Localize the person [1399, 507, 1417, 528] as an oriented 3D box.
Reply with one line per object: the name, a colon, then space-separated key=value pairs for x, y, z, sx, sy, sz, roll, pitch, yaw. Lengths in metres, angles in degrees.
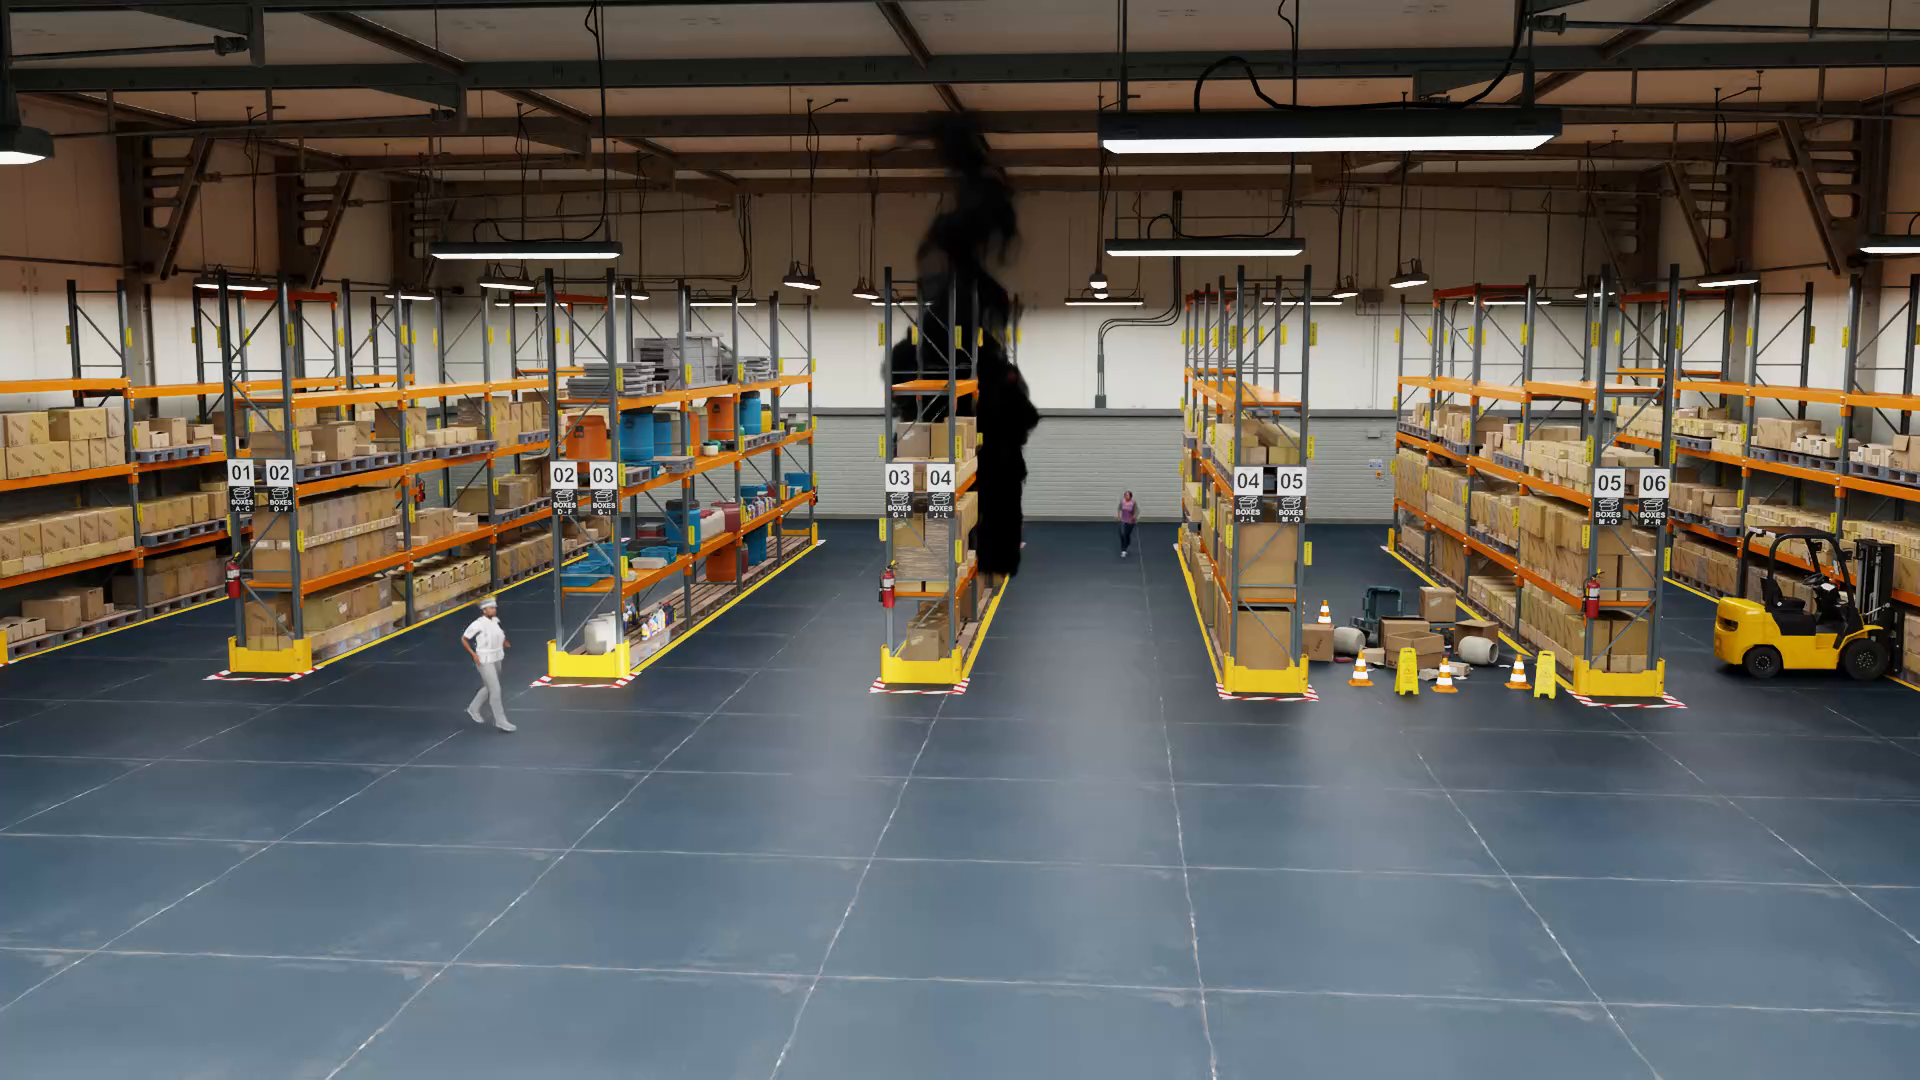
person: x=10.920 y=-0.759 z=40.474 sx=0.627 sy=1.688 sz=0.718 roll=6 pitch=9 yaw=41

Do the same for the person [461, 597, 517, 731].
person: x=-6.018 y=1.561 z=21.293 sx=0.830 sy=1.696 sz=0.580 roll=3 pitch=8 yaw=23

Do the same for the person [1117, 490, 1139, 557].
person: x=3.909 y=-0.413 z=38.508 sx=0.523 sy=1.542 sz=0.795 roll=2 pitch=7 yaw=16
